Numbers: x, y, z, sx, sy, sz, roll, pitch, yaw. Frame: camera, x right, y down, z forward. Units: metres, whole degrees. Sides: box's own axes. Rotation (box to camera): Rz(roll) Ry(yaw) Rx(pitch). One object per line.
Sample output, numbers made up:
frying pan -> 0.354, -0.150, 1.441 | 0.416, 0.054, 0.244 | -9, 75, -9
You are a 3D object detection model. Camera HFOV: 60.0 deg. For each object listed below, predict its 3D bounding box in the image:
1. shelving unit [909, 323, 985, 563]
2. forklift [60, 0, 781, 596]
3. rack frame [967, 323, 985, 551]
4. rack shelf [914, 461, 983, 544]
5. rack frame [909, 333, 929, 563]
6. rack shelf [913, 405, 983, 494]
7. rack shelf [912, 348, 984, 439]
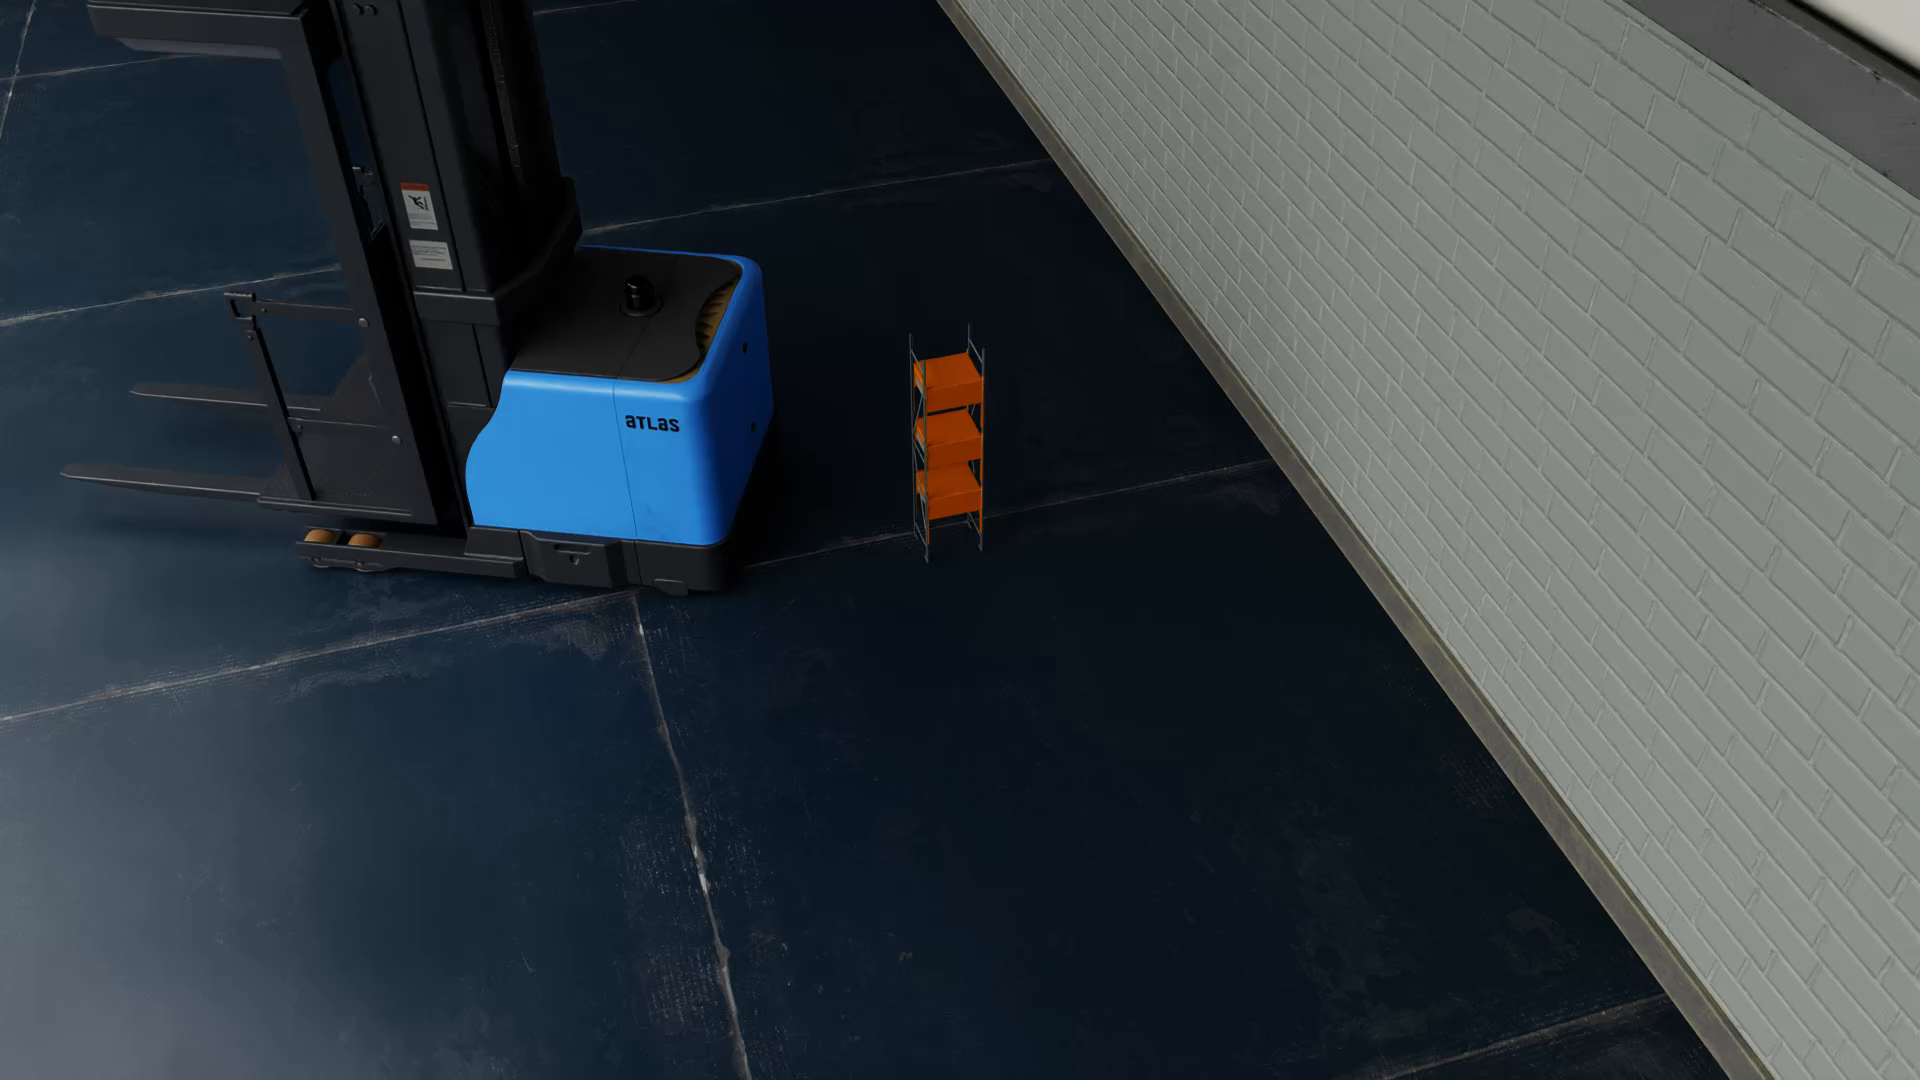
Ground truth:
shelving unit -> -0.051, -0.385, 6.892 | 0.252, 1.050, 0.215 | -12, 42, -13
forklift -> -2.377, -1.306, 6.517 | 3.031, 2.935, 1.130 | 5, 41, 6
rack frame -> 0.065, -0.409, 6.920 | 0.008, 1.050, 0.200 | -12, 42, -13
rack shelf -> -0.051, -0.168, 7.082 | 0.240, 0.259, 0.215 | -12, 42, -13
rack frame -> -0.167, -0.361, 6.865 | 0.008, 1.050, 0.200 | -12, 42, -13
rack shelf -> -0.051, -0.377, 6.899 | 0.240, 0.259, 0.215 | -12, 42, -13
rack shelf -> -0.051, -0.591, 6.713 | 0.240, 0.259, 0.215 | -12, 42, -13
